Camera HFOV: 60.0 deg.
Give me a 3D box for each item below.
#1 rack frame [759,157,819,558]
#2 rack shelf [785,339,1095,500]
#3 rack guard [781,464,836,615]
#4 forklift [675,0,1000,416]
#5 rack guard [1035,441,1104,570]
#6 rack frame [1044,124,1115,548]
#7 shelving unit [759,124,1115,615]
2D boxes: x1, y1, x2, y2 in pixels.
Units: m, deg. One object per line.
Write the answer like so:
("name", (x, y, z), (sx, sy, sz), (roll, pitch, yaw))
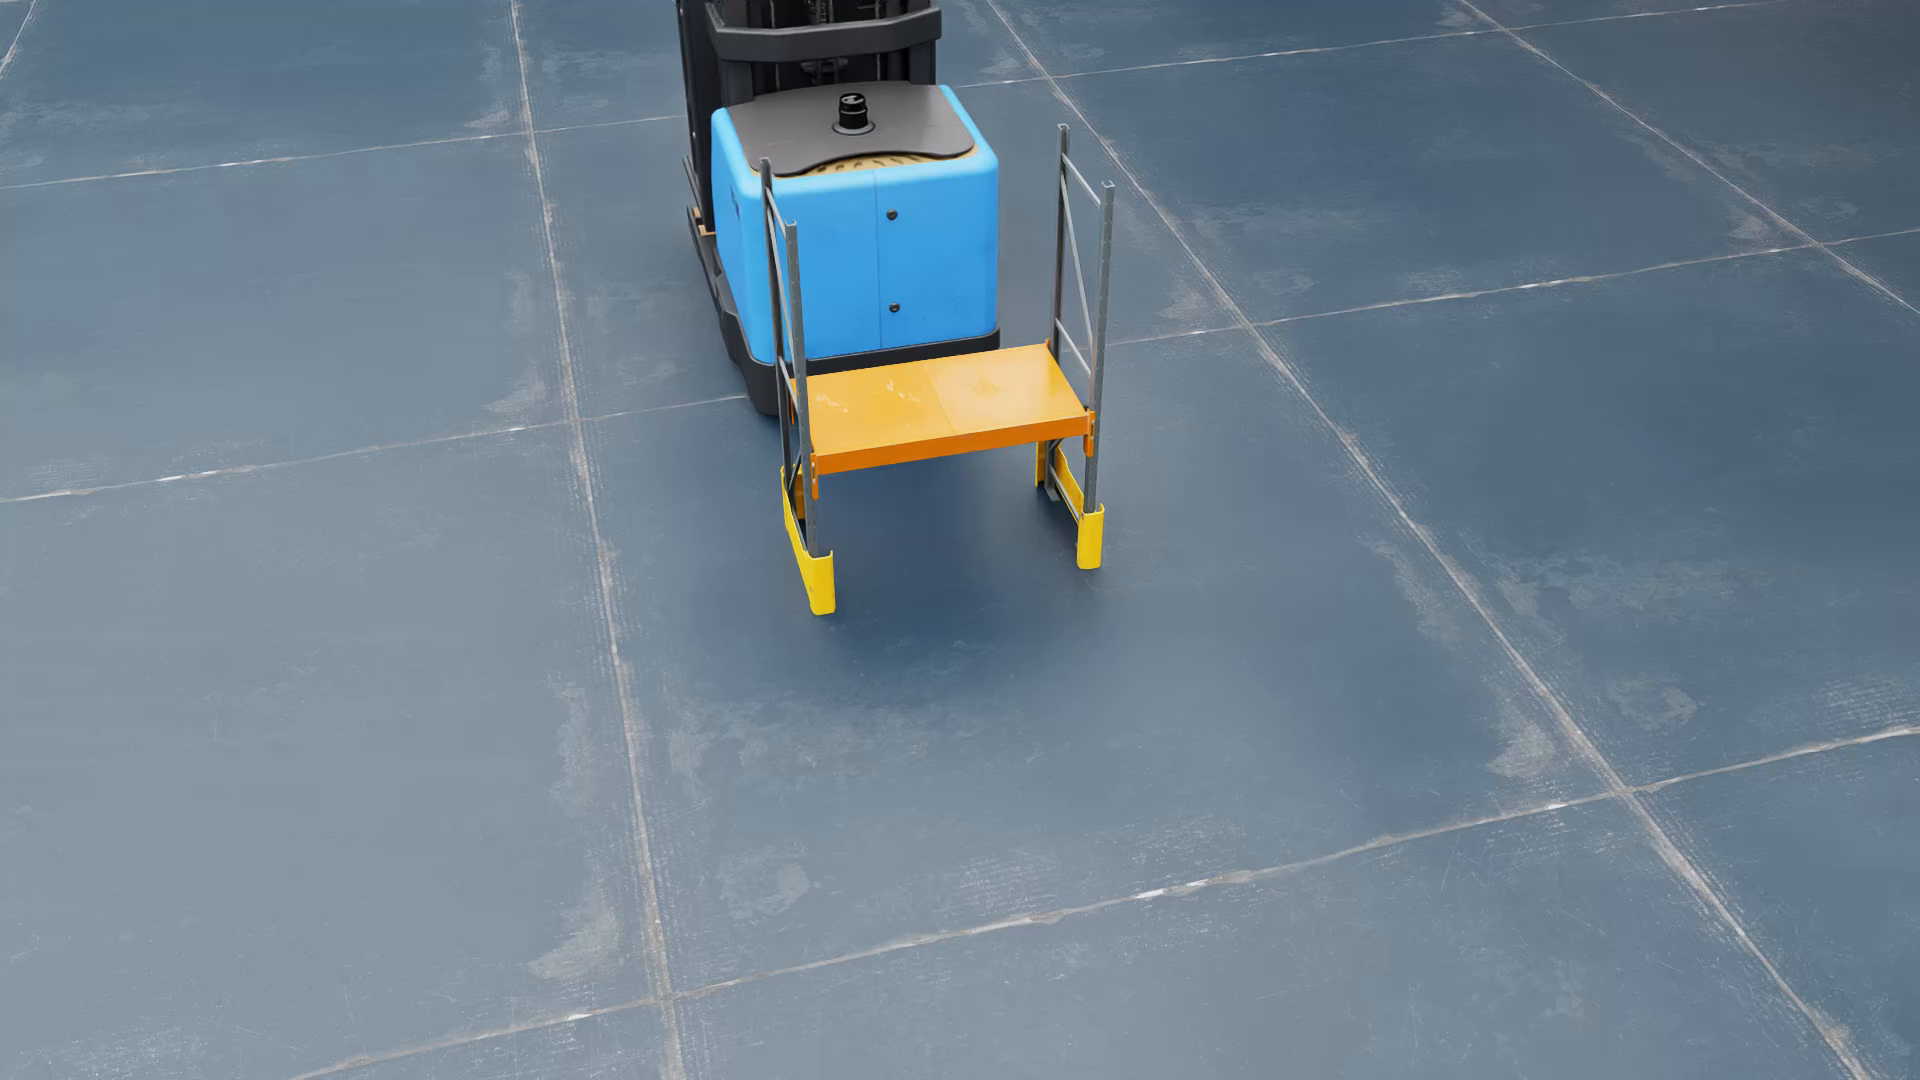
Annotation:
("rack frame", (-0.573, -0.502, 5.671), (0.032, 1.500, 0.500), (-9, 38, -12))
("rack shelf", (-0.082, -0.439, 5.886), (1.000, 0.185, 0.538), (-9, 38, -12))
("rack guard", (-0.554, -0.008, 6.055), (0.087, 0.250, 0.587), (-9, 38, -12))
("forklift", (-0.710, -2.571, 7.199), (1.130, 2.935, 3.031), (-9, 38, -12))
("rack guard", (0.407, -0.166, 6.261), (0.087, 0.250, 0.587), (-9, 38, -12))
("rack frame", (0.408, -0.663, 5.882), (0.032, 1.500, 0.500), (-9, 38, -12))
("shelving unit", (-0.074, -0.584, 5.779), (1.083, 1.500, 0.587), (-9, 38, -12))
